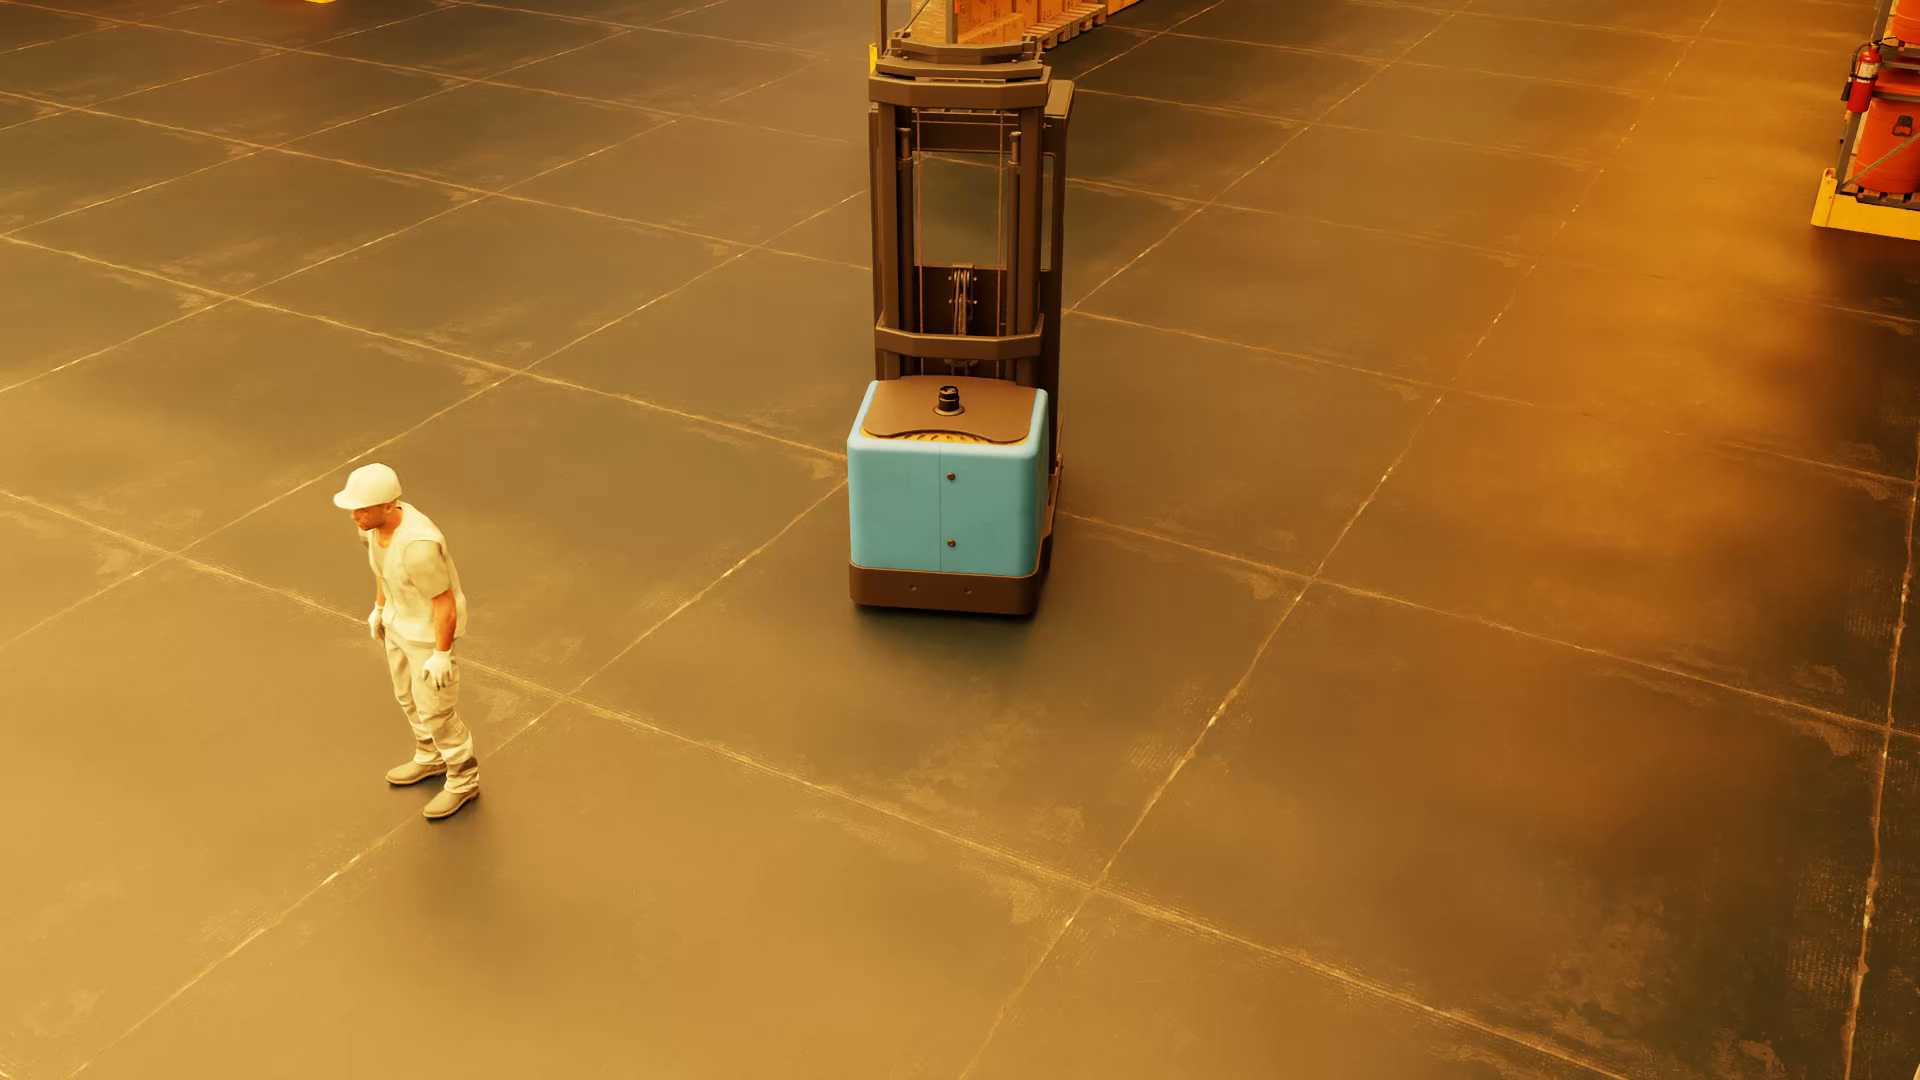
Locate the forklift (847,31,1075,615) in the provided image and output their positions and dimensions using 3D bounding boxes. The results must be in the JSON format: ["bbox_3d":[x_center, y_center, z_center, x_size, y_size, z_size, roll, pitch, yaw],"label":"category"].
[{"bbox_3d":[0.072,-1.572,9.794,1.130,2.935,3.031,3,30,6],"label":"forklift"}]

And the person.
[{"bbox_3d":[-2.458,0.432,7.478,0.454,1.779,0.621,-26,39,-37],"label":"person"}]
